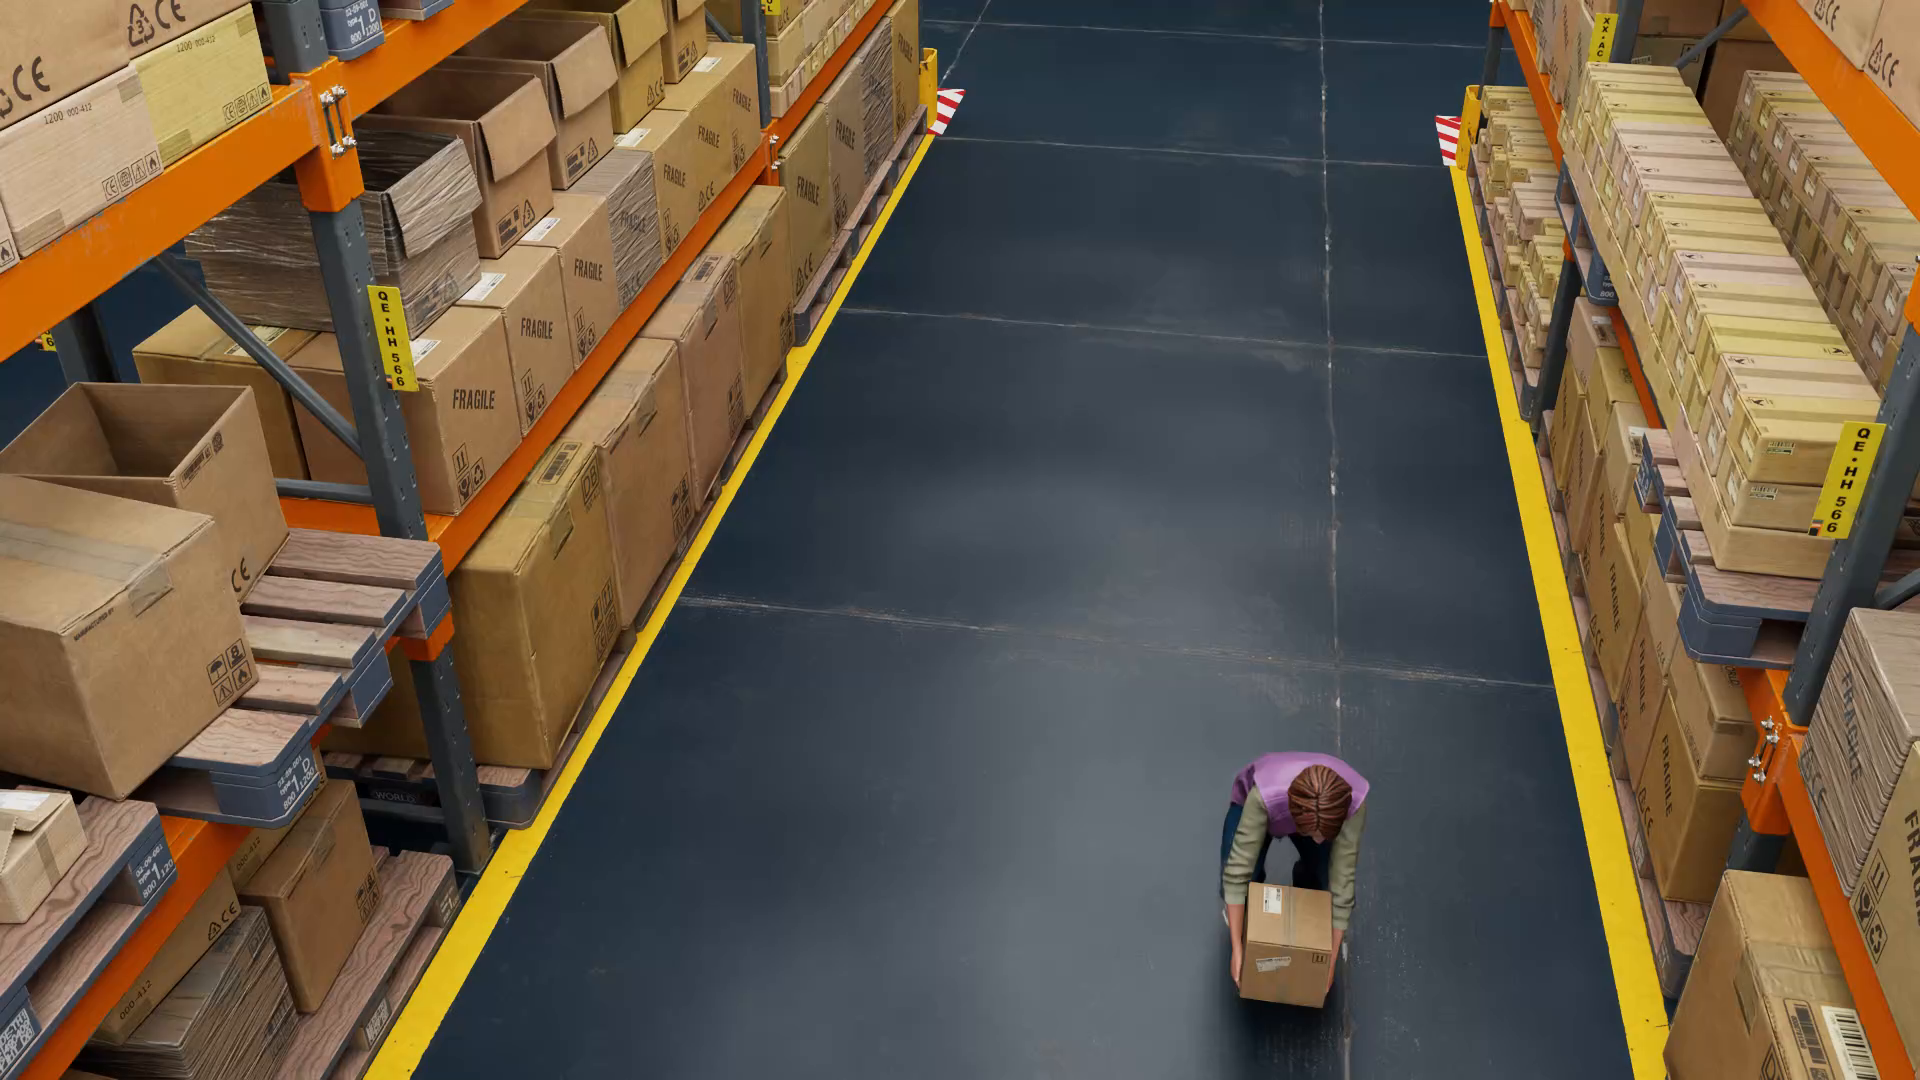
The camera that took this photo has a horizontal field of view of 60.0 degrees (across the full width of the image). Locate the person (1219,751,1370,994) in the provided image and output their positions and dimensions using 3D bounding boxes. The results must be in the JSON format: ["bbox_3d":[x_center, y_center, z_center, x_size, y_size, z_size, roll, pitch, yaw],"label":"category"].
[{"bbox_3d":[1.056,0.969,5.307,0.430,0.892,0.814,5,33,7],"label":"person"}]
